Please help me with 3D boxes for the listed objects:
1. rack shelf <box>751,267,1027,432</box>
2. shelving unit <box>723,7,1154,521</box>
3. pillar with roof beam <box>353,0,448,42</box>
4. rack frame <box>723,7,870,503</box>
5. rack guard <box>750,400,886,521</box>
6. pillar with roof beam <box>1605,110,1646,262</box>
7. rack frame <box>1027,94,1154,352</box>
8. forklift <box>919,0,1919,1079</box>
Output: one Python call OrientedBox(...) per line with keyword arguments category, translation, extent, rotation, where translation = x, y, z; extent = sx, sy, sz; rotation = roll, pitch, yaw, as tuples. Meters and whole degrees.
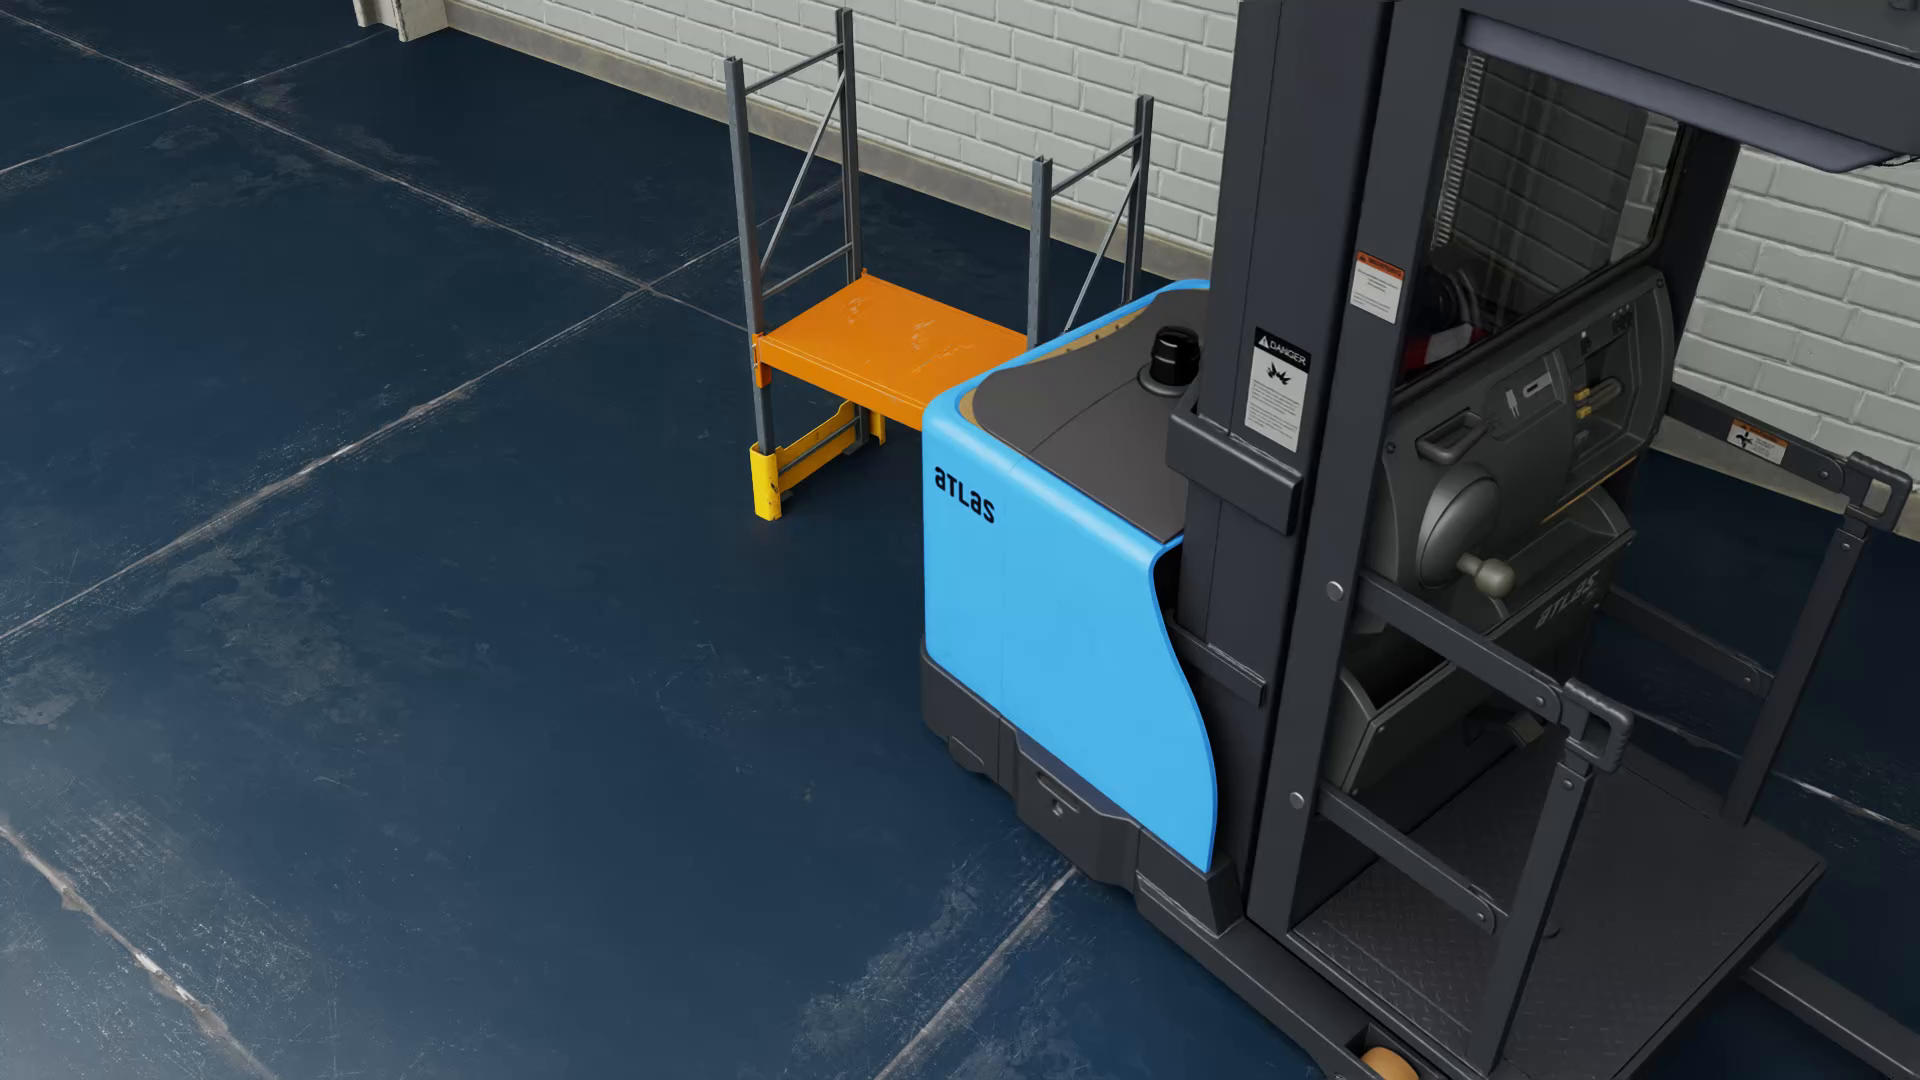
OrientedBox(category="rack shelf", translation=(-0.068, -0.481, 4.939), extent=(1.000, 0.185, 0.538), rotation=(25, 45, 29))
OrientedBox(category="shelving unit", translation=(-0.061, -0.619, 4.824), extent=(1.083, 1.500, 0.587), rotation=(25, 45, 29))
OrientedBox(category="pillar with roof beam", translation=(-5.512, -4.129, 3.225), extent=(0.400, 9.000, 9.100), rotation=(25, 45, 29))
OrientedBox(category="rack frame", translation=(-0.472, -0.813, 5.072), extent=(0.032, 1.500, 0.500), rotation=(25, 45, 29))
OrientedBox(category="rack guard", translation=(-0.456, -0.313, 5.448), extent=(0.087, 0.250, 0.587), rotation=(25, 45, 29))
OrientedBox(category="pillar with roof beam", translation=(-0.746, -1.882, 0.354), extent=(0.400, 9.000, 9.100), rotation=(25, 45, 29))
OrientedBox(category="rack frame", translation=(0.336, -0.432, 4.585), extent=(0.032, 1.500, 0.500), rotation=(25, 45, 29))
OrientedBox(category="forklift", translation=(1.241, -0.148, 3.061), extent=(1.130, 2.935, 3.031), rotation=(-28, 46, -31))
